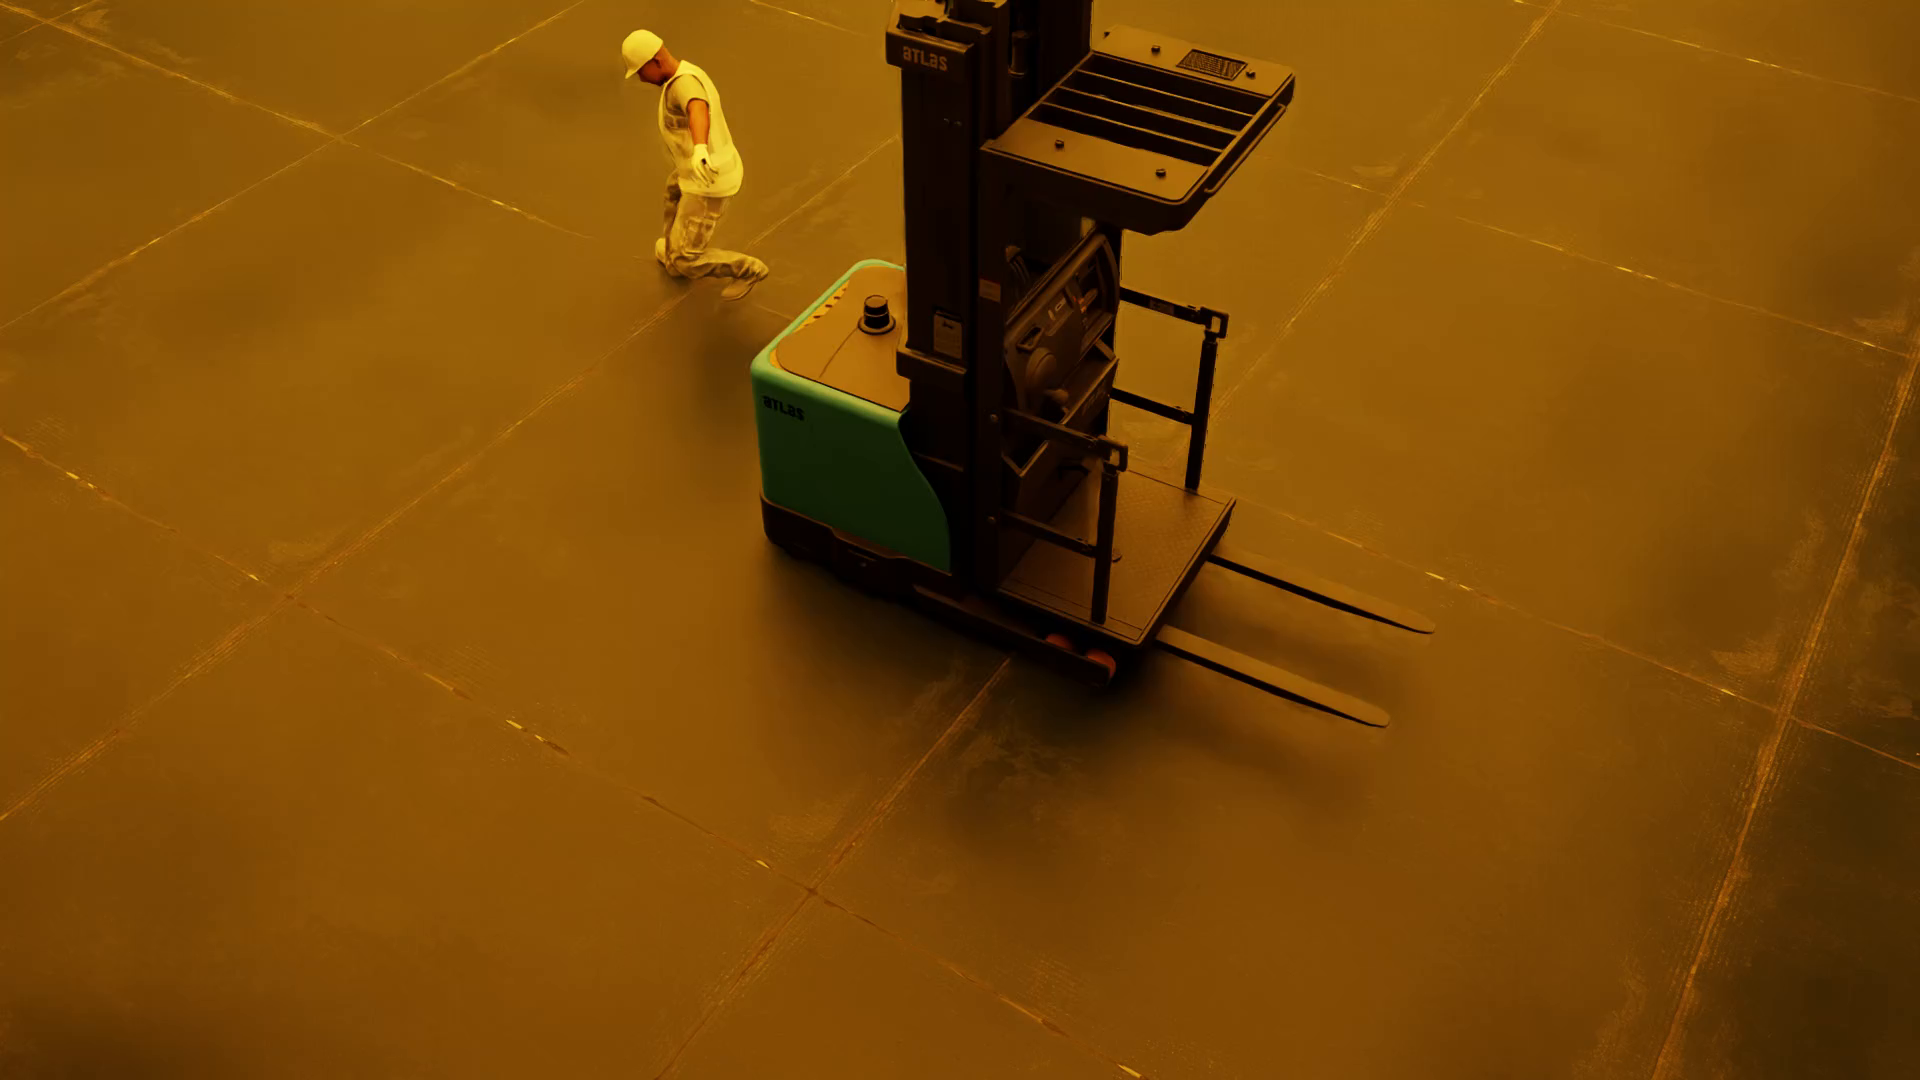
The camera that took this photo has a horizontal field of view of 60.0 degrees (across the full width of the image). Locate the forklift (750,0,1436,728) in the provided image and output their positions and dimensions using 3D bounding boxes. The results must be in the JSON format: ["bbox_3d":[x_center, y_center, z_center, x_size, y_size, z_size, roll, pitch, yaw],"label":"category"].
[{"bbox_3d":[0.601,-0.843,6.738,3.031,2.935,1.130,21,47,21],"label":"forklift"}]

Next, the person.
[{"bbox_3d":[-1.427,-1.903,8.885,0.727,1.533,1.240,1,43,1],"label":"person"}]
